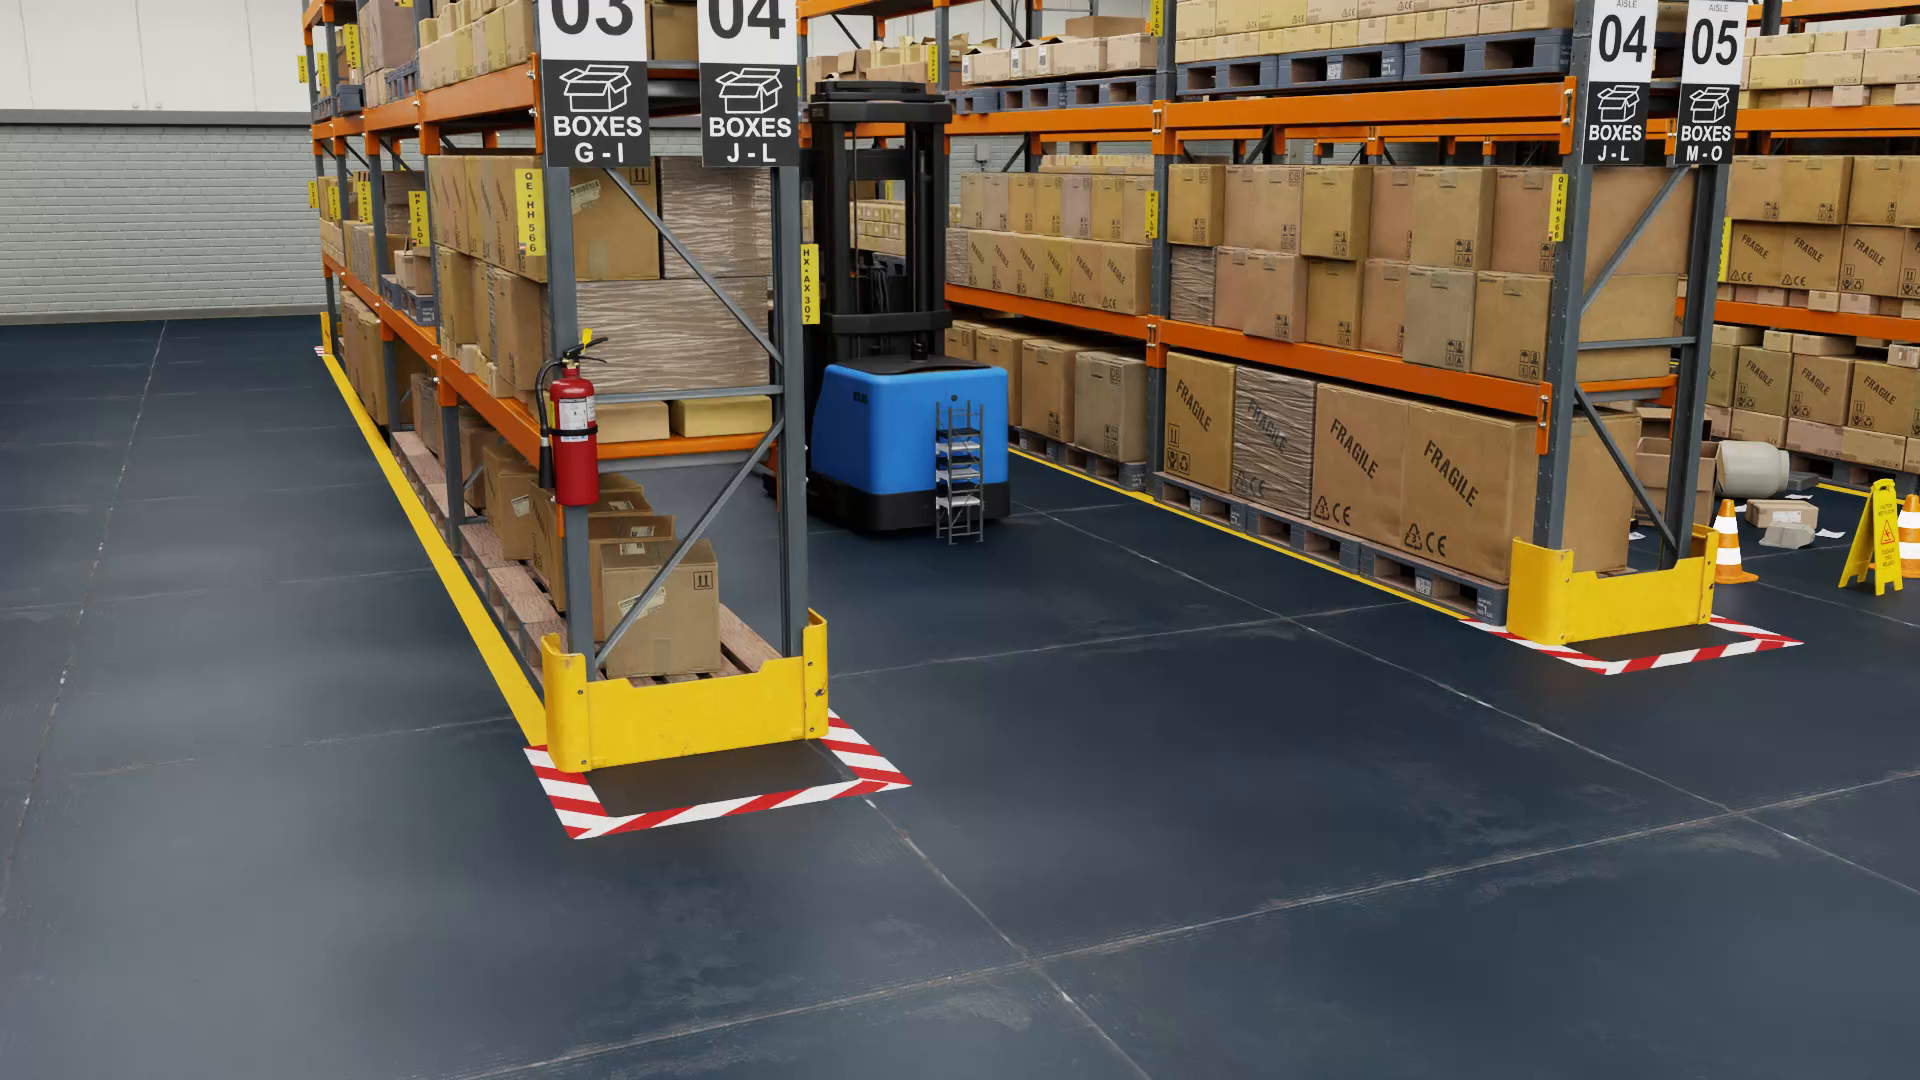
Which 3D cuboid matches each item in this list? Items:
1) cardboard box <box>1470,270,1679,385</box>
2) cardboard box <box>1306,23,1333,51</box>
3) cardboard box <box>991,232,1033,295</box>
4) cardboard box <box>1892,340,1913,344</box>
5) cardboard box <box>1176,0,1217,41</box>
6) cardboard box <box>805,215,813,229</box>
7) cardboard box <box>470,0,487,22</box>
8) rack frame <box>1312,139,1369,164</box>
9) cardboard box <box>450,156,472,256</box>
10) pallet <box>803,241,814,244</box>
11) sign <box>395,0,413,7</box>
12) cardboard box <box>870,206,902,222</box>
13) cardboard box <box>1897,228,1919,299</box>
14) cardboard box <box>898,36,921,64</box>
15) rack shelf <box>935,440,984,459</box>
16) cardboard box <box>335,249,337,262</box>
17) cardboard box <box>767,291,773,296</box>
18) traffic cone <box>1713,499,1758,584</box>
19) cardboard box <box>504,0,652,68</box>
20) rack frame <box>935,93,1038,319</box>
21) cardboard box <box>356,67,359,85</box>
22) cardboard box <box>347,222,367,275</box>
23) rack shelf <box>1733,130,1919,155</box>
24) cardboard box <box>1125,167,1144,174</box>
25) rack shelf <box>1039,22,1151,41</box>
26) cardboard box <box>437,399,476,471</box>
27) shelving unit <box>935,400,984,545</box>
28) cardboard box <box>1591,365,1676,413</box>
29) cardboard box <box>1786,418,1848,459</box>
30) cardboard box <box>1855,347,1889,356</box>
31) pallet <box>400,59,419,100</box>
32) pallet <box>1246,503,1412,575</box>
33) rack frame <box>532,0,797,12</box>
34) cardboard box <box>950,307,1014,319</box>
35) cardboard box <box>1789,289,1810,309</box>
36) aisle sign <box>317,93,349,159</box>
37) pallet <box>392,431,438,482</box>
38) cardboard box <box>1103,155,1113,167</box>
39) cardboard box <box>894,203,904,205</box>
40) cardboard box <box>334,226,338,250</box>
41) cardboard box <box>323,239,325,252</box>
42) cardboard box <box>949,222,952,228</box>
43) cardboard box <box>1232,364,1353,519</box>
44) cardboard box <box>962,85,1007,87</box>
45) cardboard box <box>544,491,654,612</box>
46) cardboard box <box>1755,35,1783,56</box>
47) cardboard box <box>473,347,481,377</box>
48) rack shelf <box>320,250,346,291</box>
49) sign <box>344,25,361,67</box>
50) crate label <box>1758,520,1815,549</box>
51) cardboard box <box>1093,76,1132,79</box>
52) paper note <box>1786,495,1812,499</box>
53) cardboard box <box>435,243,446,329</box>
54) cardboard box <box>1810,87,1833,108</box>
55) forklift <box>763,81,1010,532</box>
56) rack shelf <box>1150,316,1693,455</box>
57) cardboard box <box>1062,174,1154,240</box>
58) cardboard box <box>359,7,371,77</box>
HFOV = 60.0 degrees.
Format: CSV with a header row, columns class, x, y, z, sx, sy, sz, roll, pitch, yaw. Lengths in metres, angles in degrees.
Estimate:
class,x,y,z,sx,sy,sz,roll,pitch,yaw
cardboard box,3.270,-1.154,8.869,0.875,0.550,0.550,-6,14,-23
cardboard box,2.301,-3.006,9.959,0.380,0.149,0.250,-5,14,-22
cardboard box,0.596,-2.383,14.293,0.500,0.500,0.500,-6,14,-23
cardboard box,10.376,-2.067,17.483,0.875,0.625,0.625,-6,14,-24
cardboard box,1.797,-3.495,11.184,0.500,0.250,0.500,-6,14,-23
cardboard box,-1.505,-3.538,18.470,0.380,0.149,0.250,-6,14,-24
cardboard box,-2.037,-2.462,7.651,0.380,0.149,0.250,-6,15,-26
rack frame,6.092,-5.231,26.817,1.000,3.000,0.127,-6,14,-23
cardboard box,-2.379,-1.766,8.747,0.500,0.500,0.500,-6,14,-23
pallet,-1.174,-3.223,18.567,1.003,0.211,1.213,-6,14,-23
sign,-3.235,-3.261,9.637,0.100,0.325,0.005,-6,14,-23
cardboard box,-0.675,-3.254,16.582,0.380,0.149,0.250,-5,14,-21
cardboard box,7.091,-1.964,11.823,0.500,0.500,0.500,-6,14,-23
cardboard box,-0.364,-4.708,15.990,0.396,0.266,0.258,-6,14,-23
rack shelf,-0.003,-0.583,10.743,0.258,0.077,0.200,-6,14,-23
cardboard box,-6.663,-3.130,18.300,0.380,0.149,0.250,-5,14,-22
cardboard box,-2.457,-3.275,22.442,0.380,0.149,0.250,-5,14,-22
traffic cone,4.548,-0.010,9.887,0.336,0.463,0.334,-6,14,-23
cardboard box,-1.551,-2.046,6.737,0.500,0.250,0.500,-5,14,-22
rack frame,0.255,-2.661,15.714,1.000,3.000,0.127,-6,14,-23
cardboard box,-5.168,-4.370,15.286,0.797,0.503,0.637,-6,14,-24
cardboard box,-5.775,-2.887,16.471,0.500,0.500,0.500,-6,14,-23
rack shelf,10.098,-4.275,17.634,1.077,0.370,4.000,-6,14,-23
cardboard box,2.510,-4.669,21.952,0.500,0.500,0.500,-6,14,-24
rack shelf,2.347,-6.746,22.541,1.077,0.370,4.000,-6,14,-23
cardboard box,-3.352,-0.748,12.019,0.700,0.500,0.500,-7,15,-28
shelving unit,-0.003,-0.440,10.776,0.258,0.900,0.210,-6,14,-23
cardboard box,6.140,-1.335,14.881,0.950,0.372,0.625,-5,14,-22
cardboard box,6.781,-0.802,12.851,0.500,0.250,0.500,-6,14,-24
cardboard box,7.246,-1.224,13.011,0.500,0.500,0.500,-5,14,-20
pallet,-2.877,-2.914,10.573,1.213,0.211,1.003,-6,14,-23
pallet,2.583,-0.059,10.657,1.003,0.211,1.213,-6,14,-23
rack frame,-1.125,-3.504,6.050,1.000,3.000,0.127,-6,14,-23
cardboard box,0.201,-2.177,16.574,0.500,0.250,0.500,-6,14,-26
cardboard box,6.671,-1.880,12.896,0.380,0.149,0.250,-6,14,-23
aisle sign,-7.838,-5.141,20.664,0.394,0.787,0.004,-6,14,-23
pallet,-4.018,-0.713,13.485,1.003,0.211,1.213,-6,14,-23
cardboard box,2.167,-5.161,22.639,0.380,0.149,0.250,-6,14,-23
cardboard box,-0.486,-3.525,17.752,0.380,0.149,0.250,-6,14,-25
cardboard box,-6.559,-3.306,18.175,0.500,0.250,0.500,-5,14,-21
cardboard box,-7.591,-3.608,20.364,0.380,0.149,0.250,-6,14,-24
cardboard box,0.025,-3.117,16.649,0.380,0.149,0.250,-6,14,-25
cardboard box,2.410,-0.682,10.943,0.875,0.875,0.875,-6,14,-23
cardboard box,0.242,-4.170,14.985,0.380,0.149,0.250,-6,14,-25
cardboard box,-1.864,0.050,8.612,0.500,0.500,0.500,-4,14,-18
cardboard box,6.408,-3.829,12.897,0.380,0.149,0.250,-6,14,-25
cardboard box,-2.394,-0.957,8.910,0.380,0.149,0.250,-6,14,-23
rack shelf,-6.733,-3.123,19.305,1.077,0.370,4.000,-6,14,-23
sign,-4.842,-3.937,13.253,0.100,0.325,0.005,-6,14,-23
crate label,5.348,-0.040,10.738,0.298,0.136,0.250,9,16,35
cardboard box,1.302,-3.889,13.514,0.396,0.266,0.258,-6,14,-23
paper note,6.150,-0.322,12.192,0.142,0.019,0.148,-12,18,-42
cardboard box,-2.604,-1.502,9.827,0.875,0.500,0.500,-6,14,-23
cardboard box,6.668,-3.343,12.566,0.380,0.149,0.250,-6,14,-25
forklift,-0.803,-1.765,11.995,1.130,2.935,3.031,-7,15,-27
rack shelf,2.659,-1.071,10.439,1.077,0.370,4.000,-6,14,-23
cardboard box,1.243,-2.683,13.370,0.700,0.500,0.500,-6,14,-23
cardboard box,-4.377,-3.867,12.942,0.500,0.500,0.500,-5,14,-22
